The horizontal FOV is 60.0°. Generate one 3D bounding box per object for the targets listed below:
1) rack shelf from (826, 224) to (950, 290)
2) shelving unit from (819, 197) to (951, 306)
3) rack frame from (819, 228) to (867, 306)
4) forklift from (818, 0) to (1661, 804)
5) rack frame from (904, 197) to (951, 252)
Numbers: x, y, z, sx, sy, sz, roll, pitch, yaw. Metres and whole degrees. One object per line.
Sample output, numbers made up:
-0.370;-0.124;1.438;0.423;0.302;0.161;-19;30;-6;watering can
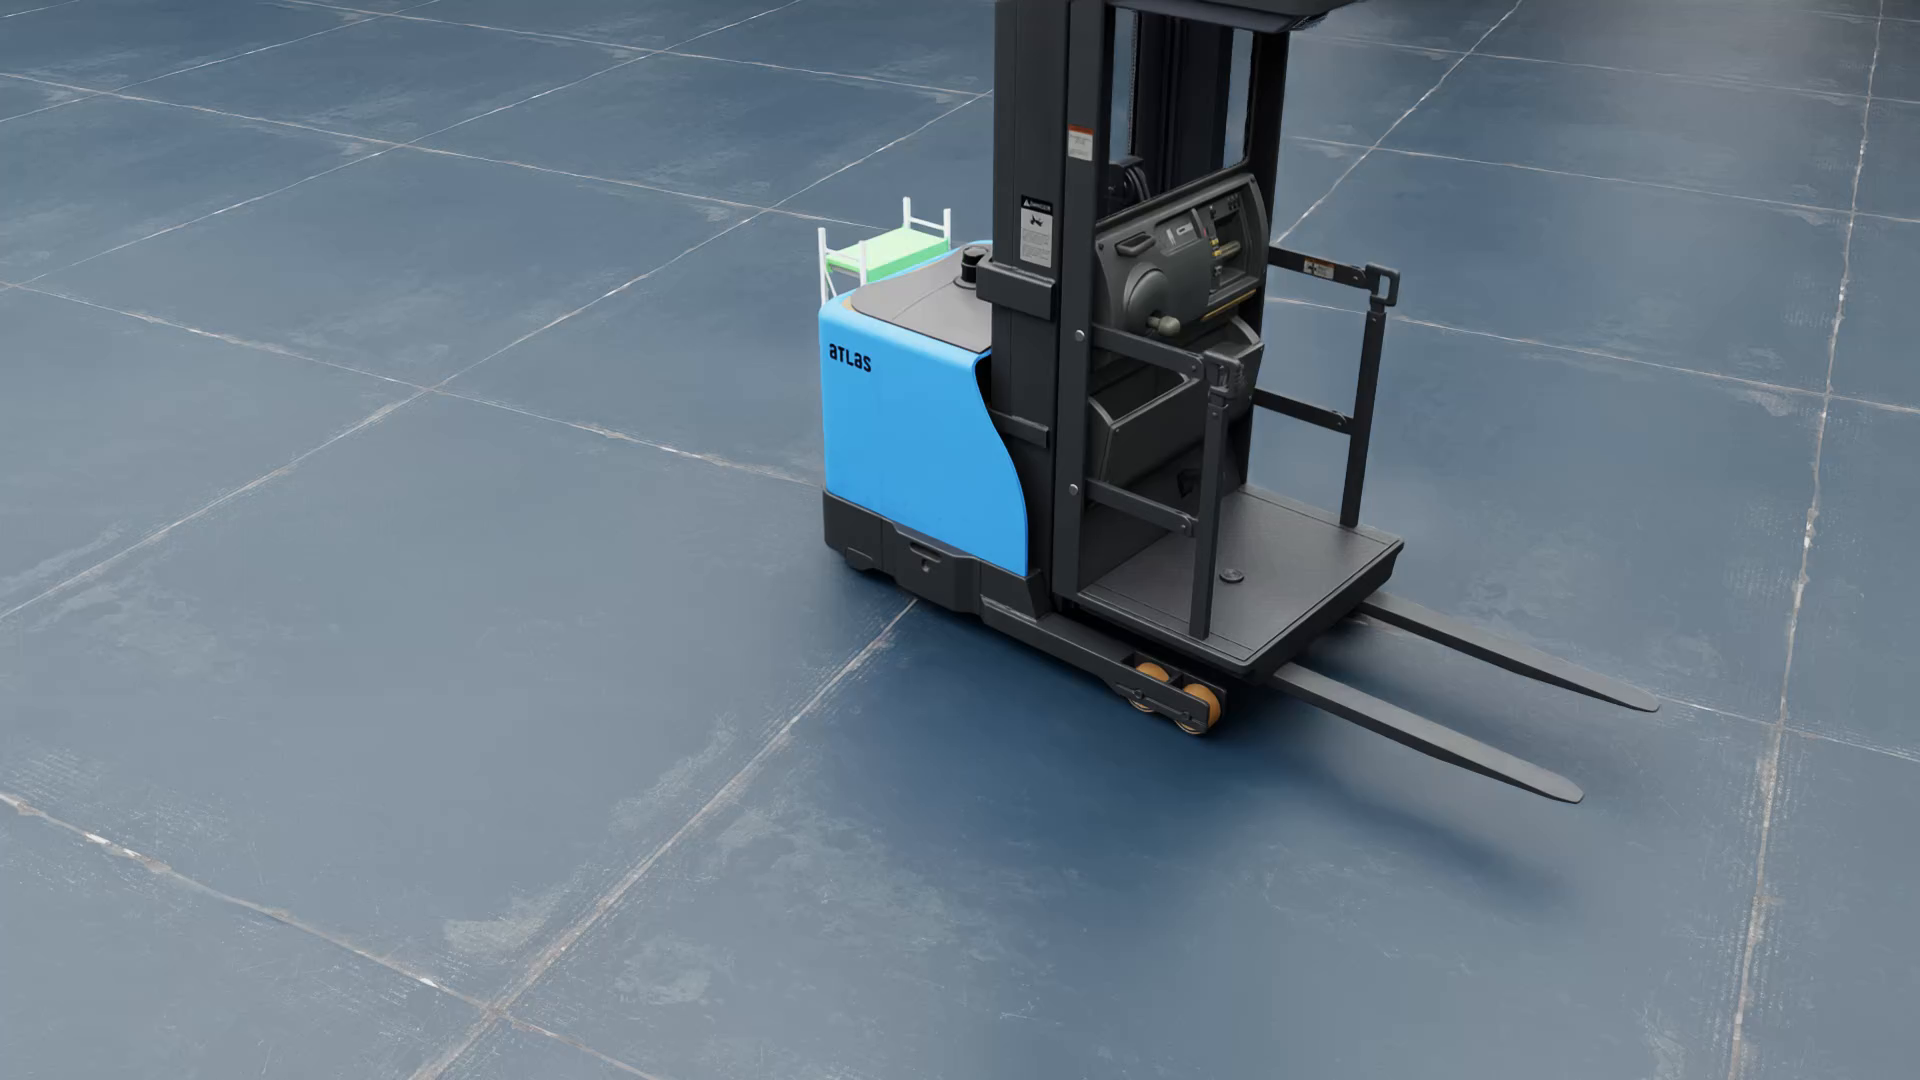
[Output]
-0.293;-1.102;6.628;0.258;0.148;0.480;23;37;35;rack shelf
-0.291;-0.741;6.834;0.258;1.200;0.503;23;37;35;shelving unit
-0.451;-0.649;6.674;0.240;1.200;0.015;23;37;35;rack frame
0.907;-0.914;5.398;3.031;2.935;1.130;23;37;34;forklift
-0.132;-0.833;6.994;0.240;1.200;0.015;23;37;35;rack frame
